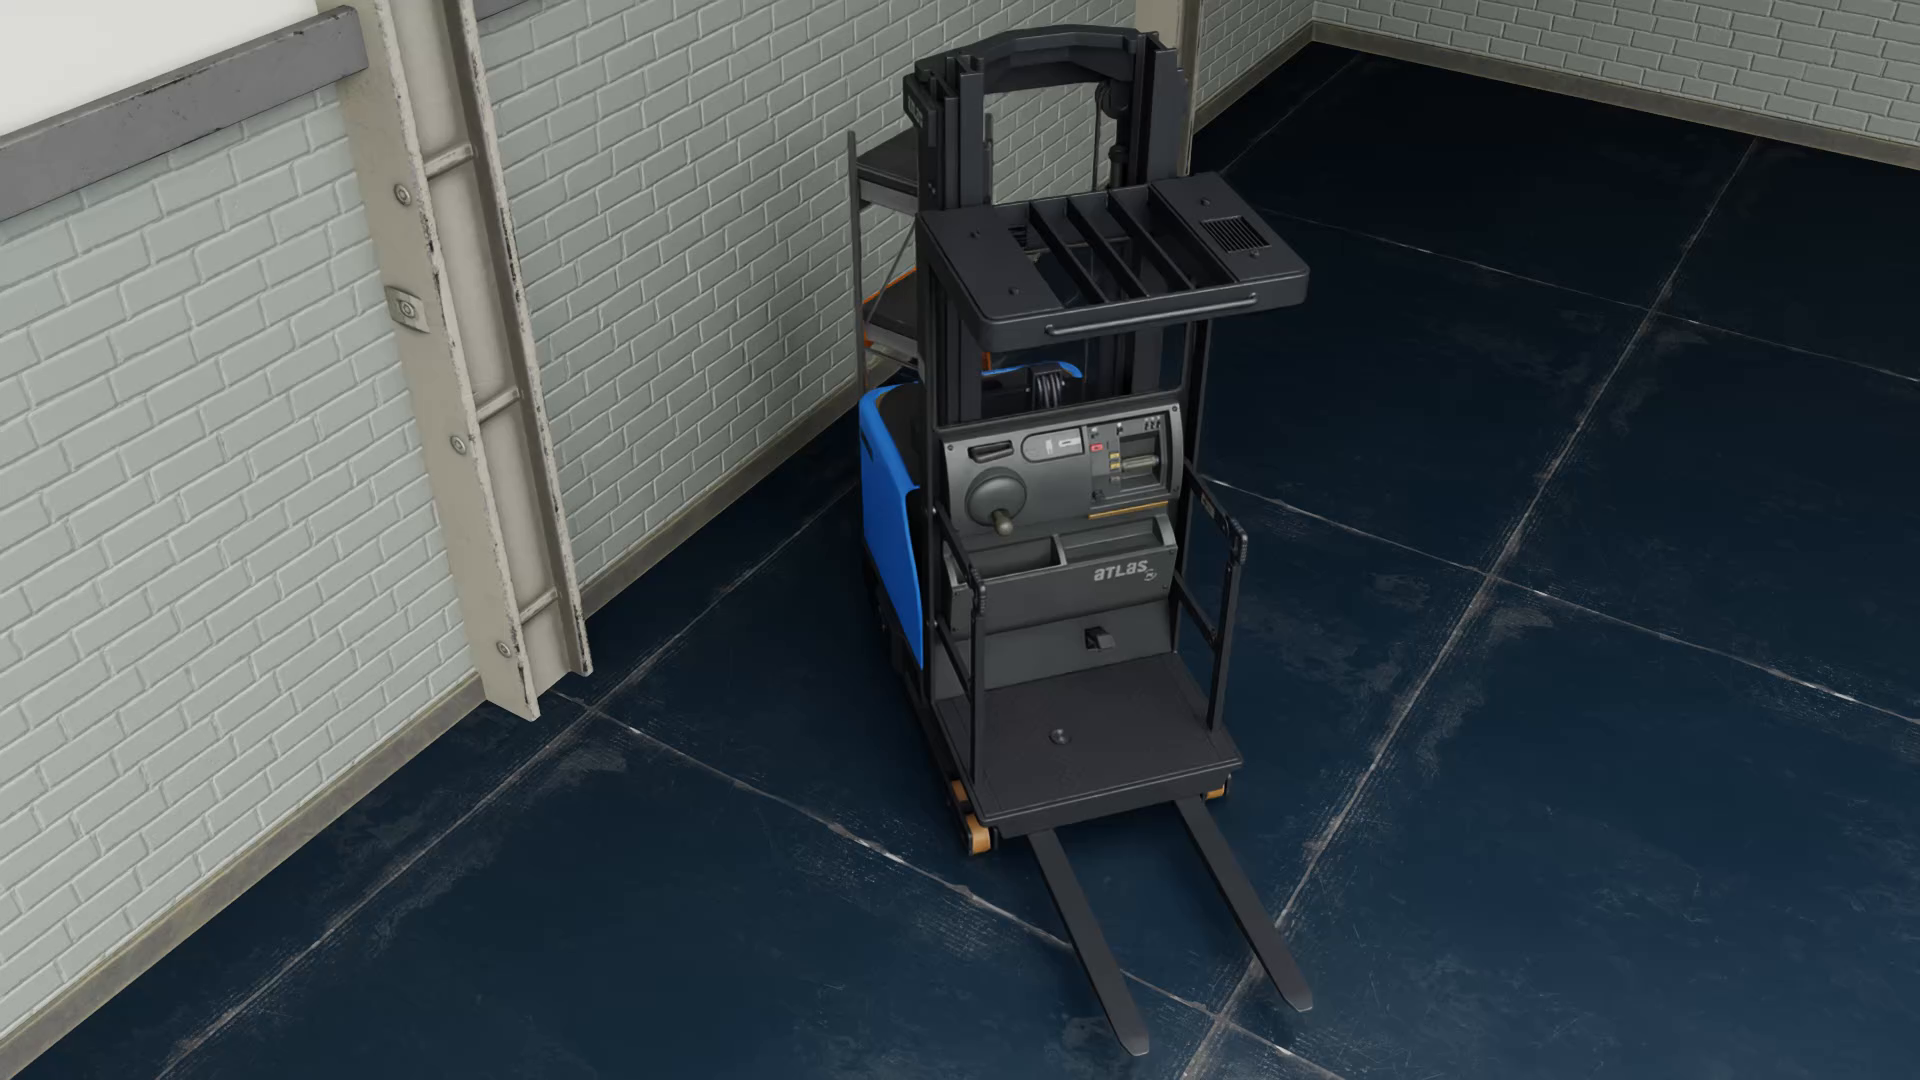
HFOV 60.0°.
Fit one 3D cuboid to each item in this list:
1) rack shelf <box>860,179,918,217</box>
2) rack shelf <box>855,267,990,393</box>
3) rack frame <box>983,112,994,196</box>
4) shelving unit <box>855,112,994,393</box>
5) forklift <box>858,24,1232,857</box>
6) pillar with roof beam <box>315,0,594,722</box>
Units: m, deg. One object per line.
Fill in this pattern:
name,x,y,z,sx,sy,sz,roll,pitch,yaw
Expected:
rack shelf,-0.165,-1.560,7.205,0.332,0.100,0.442,24,43,27
rack shelf,-0.165,-0.926,7.693,0.431,0.518,0.480,24,43,27
rack frame,-0.023,-1.058,7.842,0.400,2.100,0.015,24,43,27
shelving unit,-0.162,-0.940,7.689,0.431,2.100,0.492,24,43,27
forklift,0.458,-0.195,6.041,1.130,2.935,3.031,-11,39,-13
pillar with roof beam,1.765,-1.523,2.794,9.100,9.000,0.400,21,42,25
